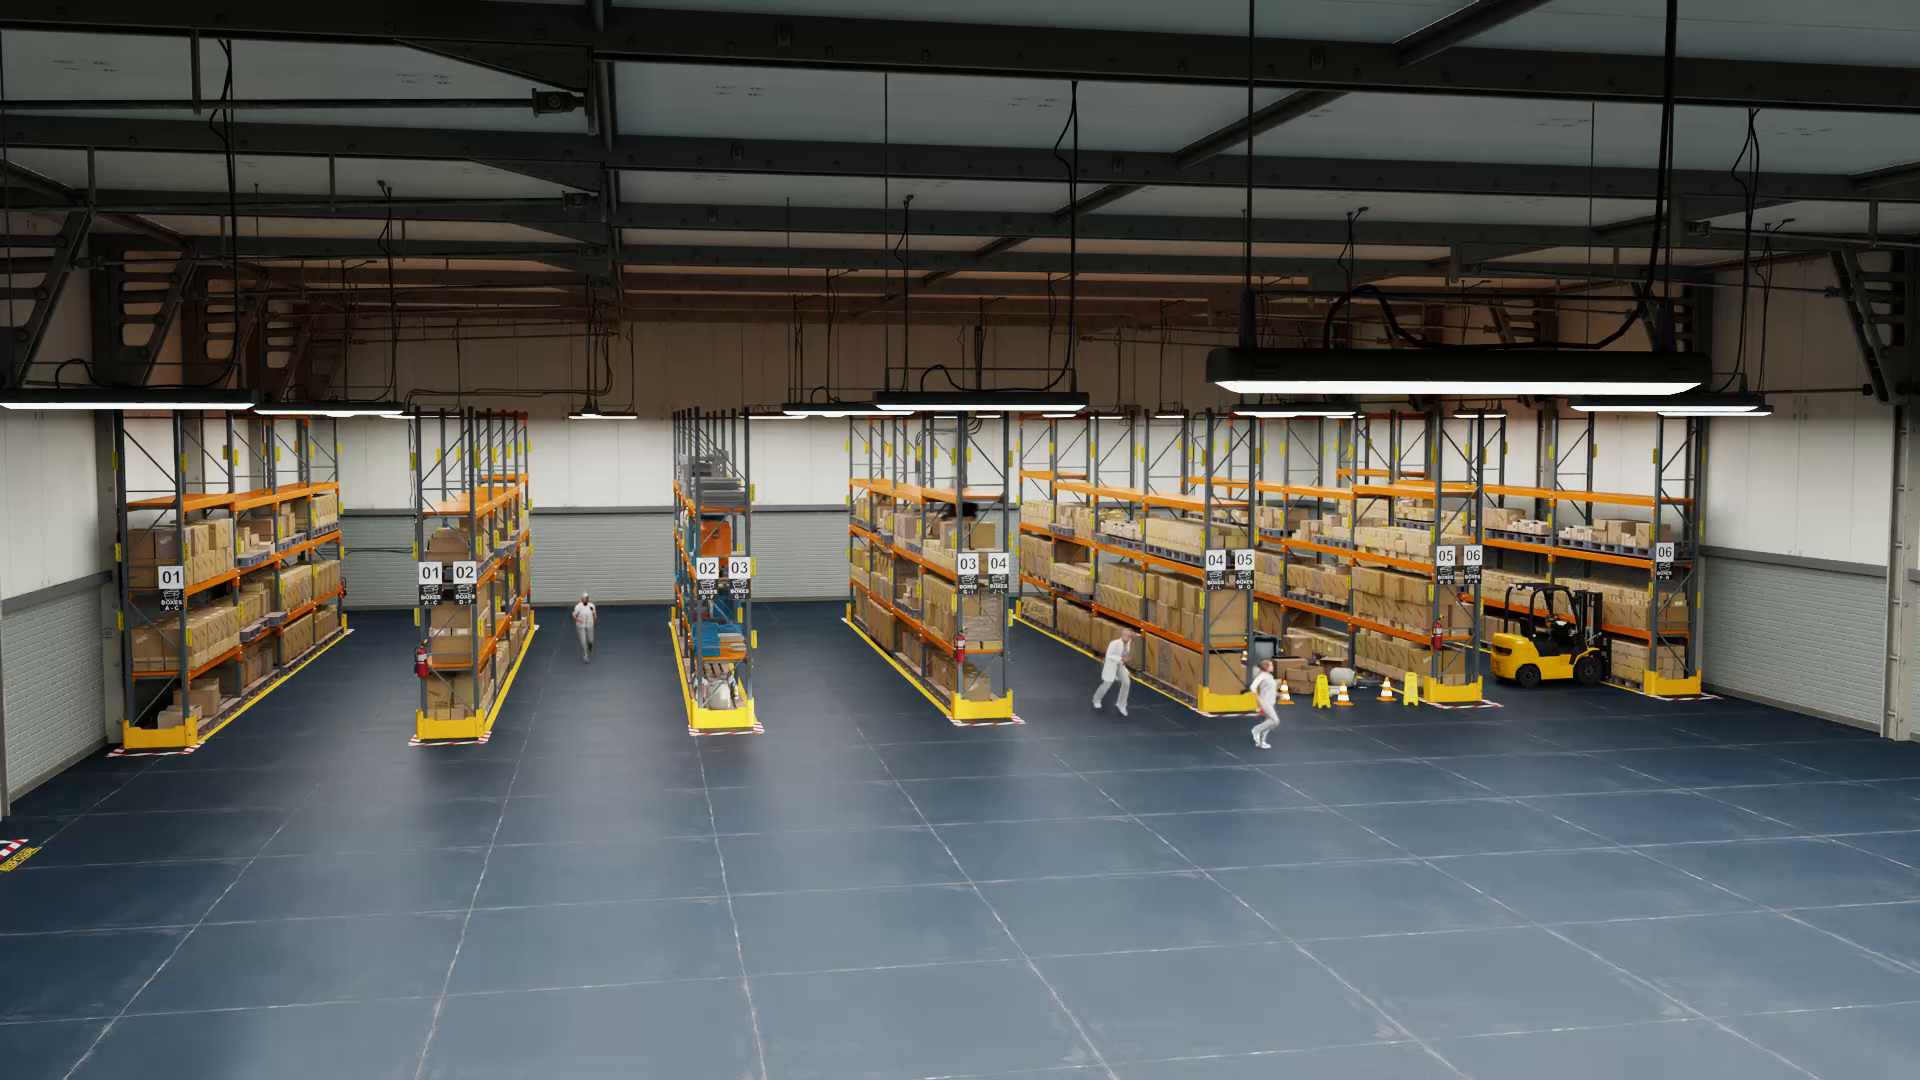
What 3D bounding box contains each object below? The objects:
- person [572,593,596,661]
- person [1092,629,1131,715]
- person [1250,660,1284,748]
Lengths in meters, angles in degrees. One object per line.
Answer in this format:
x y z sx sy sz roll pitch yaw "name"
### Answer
-8.955 2.094 39.744 0.590 1.622 0.563 -2 4 -22 "person"
3.017 2.585 32.774 0.753 1.739 1.072 -3 5 -41 "person"
5.411 2.874 29.134 0.537 1.554 0.537 3 5 33 "person"
